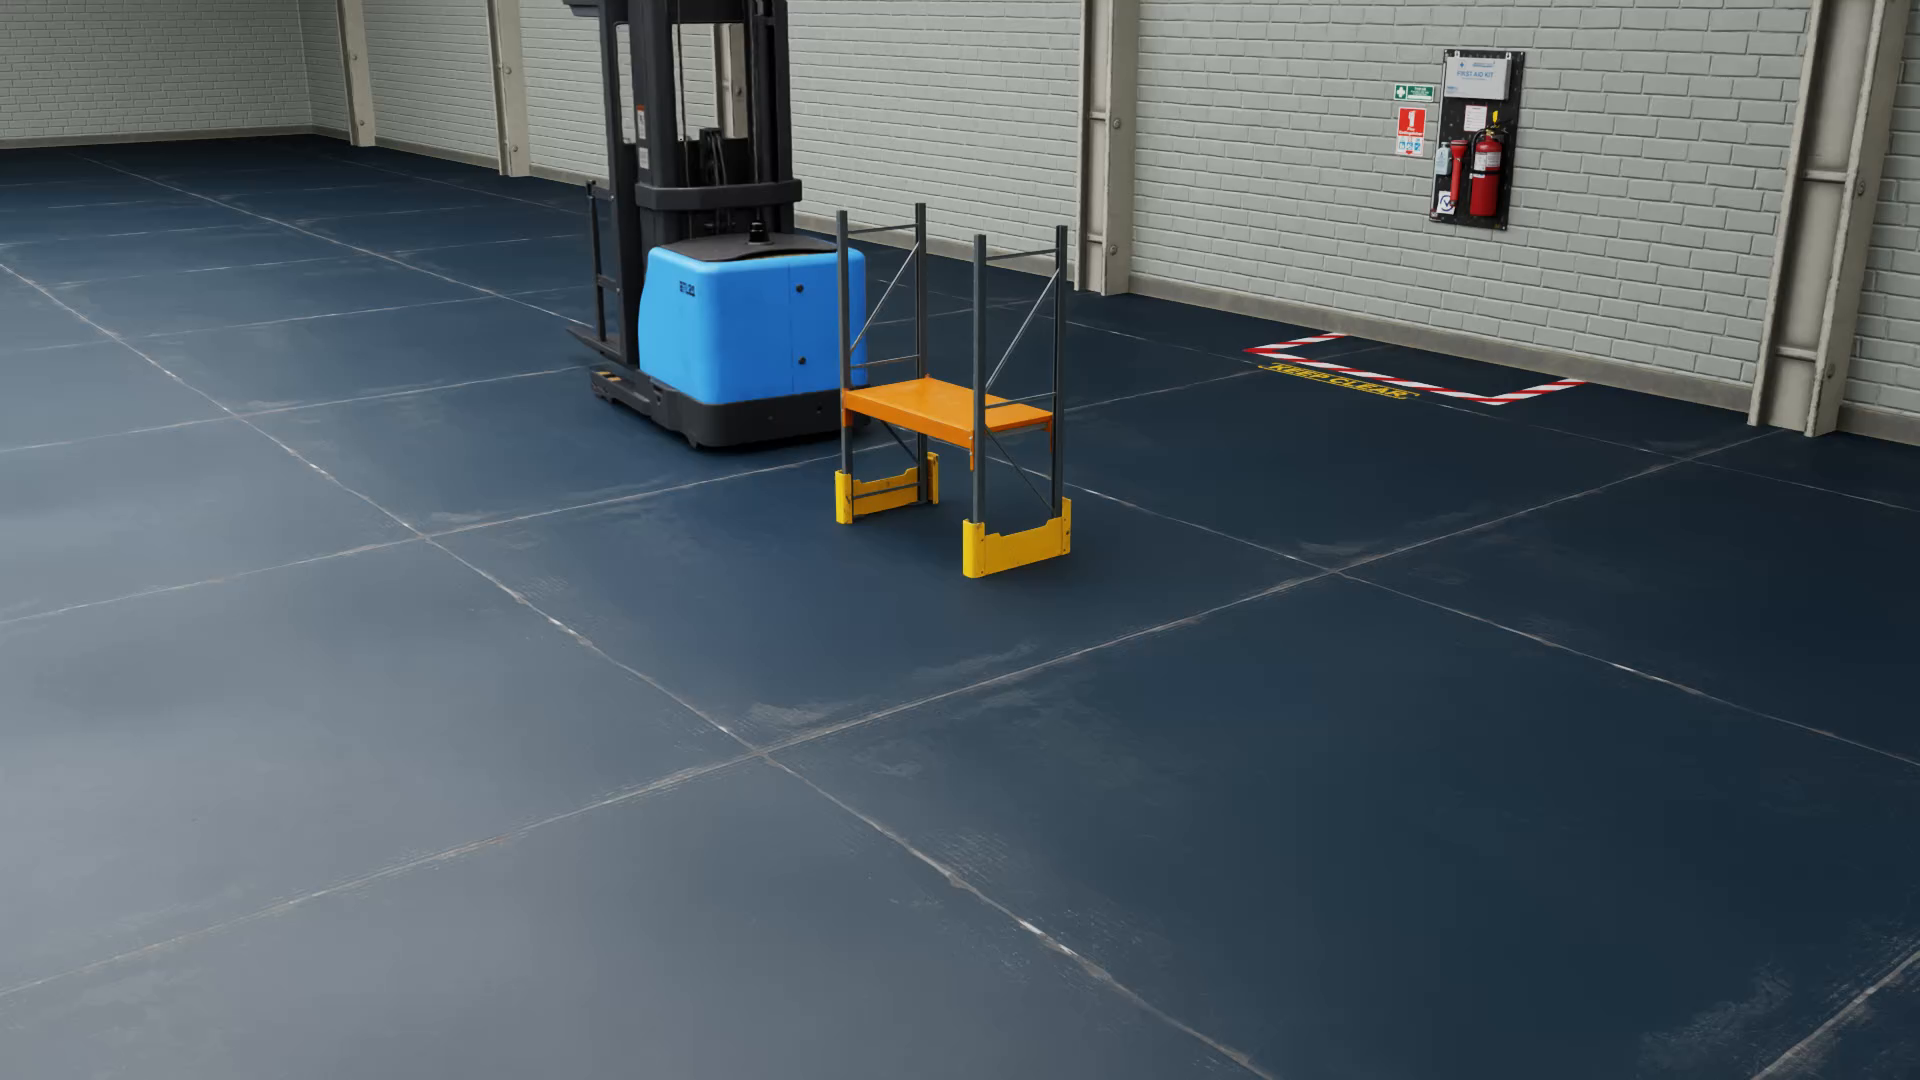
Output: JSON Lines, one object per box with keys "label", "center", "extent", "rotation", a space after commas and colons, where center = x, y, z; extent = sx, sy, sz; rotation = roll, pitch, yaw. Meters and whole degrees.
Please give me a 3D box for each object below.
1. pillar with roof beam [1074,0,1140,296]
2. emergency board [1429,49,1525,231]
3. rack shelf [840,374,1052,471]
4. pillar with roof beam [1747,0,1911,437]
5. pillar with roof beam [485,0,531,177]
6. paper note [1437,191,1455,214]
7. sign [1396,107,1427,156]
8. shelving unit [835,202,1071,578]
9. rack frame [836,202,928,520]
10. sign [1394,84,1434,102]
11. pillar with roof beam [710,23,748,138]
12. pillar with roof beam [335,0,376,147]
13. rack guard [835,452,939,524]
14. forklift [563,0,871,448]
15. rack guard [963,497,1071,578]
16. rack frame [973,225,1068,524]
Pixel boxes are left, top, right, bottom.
{"label": "pillar with roof beam", "center": [-2.145, -5.585, 10.414], "extent": [9.100, 9.000, 0.400], "rotation": [-14, 23, -36]}
{"label": "emergency board", "center": [3.450, -2.715, 11.291], "extent": [0.194, 1.169, 0.643], "rotation": [-14, 23, -36]}
{"label": "rack shelf", "center": [-0.053, -0.562, 7.747], "extent": [0.538, 0.185, 1.000], "rotation": [-14, 23, -36]}
{"label": "pillar with roof beam", "center": [1.580, -4.107, 5.949], "extent": [9.100, 9.000, 0.400], "rotation": [-14, 23, -36]}
{"label": "pillar with roof beam", "center": [-9.596, -8.542, 19.344], "extent": [9.100, 9.000, 0.400], "rotation": [-14, 23, -36]}
{"label": "paper note", "center": [3.394, -2.354, 11.602], "extent": [0.016, 0.148, 0.142], "rotation": [-14, 23, -36]}
{"label": "sign", "center": [3.188, -2.889, 11.758], "extent": [0.001, 0.329, 0.234], "rotation": [-14, 23, -36]}
{"label": "shelving unit", "center": [-0.047, -0.731, 7.683], "extent": [0.587, 1.500, 1.083], "rotation": [-14, 23, -36]}
{"label": "rack frame", "center": [-0.369, -0.858, 8.068], "extent": [0.500, 1.500, 0.032], "rotation": [-14, 23, -36]}
{"label": "sign", "center": [3.184, -3.137, 11.666], "extent": [0.001, 0.109, 0.331], "rotation": [-14, 23, -36]}
{"label": "pillar with roof beam", "center": [-5.871, -7.064, 14.879], "extent": [9.100, 9.000, 0.400], "rotation": [-14, 23, -36]}
{"label": "pillar with roof beam", "center": [-13.321, -10.021, 23.809], "extent": [9.100, 9.000, 0.400], "rotation": [-14, 23, -36]}
{"label": "rack guard", "center": [-0.357, -0.260, 8.251], "extent": [0.587, 0.250, 0.087], "rotation": [-14, 23, -36]}
{"label": "forklift", "center": [-1.705, -2.318, 10.200], "extent": [1.130, 2.935, 3.031], "rotation": [-11, 21, -29]}
{"label": "rack guard", "center": [0.262, -0.015, 7.509], "extent": [0.587, 0.250, 0.087], "rotation": [-14, 23, -36]}
{"label": "rack frame", "center": [0.263, -0.608, 7.312], "extent": [0.500, 1.500, 0.032], "rotation": [-14, 23, -36]}
